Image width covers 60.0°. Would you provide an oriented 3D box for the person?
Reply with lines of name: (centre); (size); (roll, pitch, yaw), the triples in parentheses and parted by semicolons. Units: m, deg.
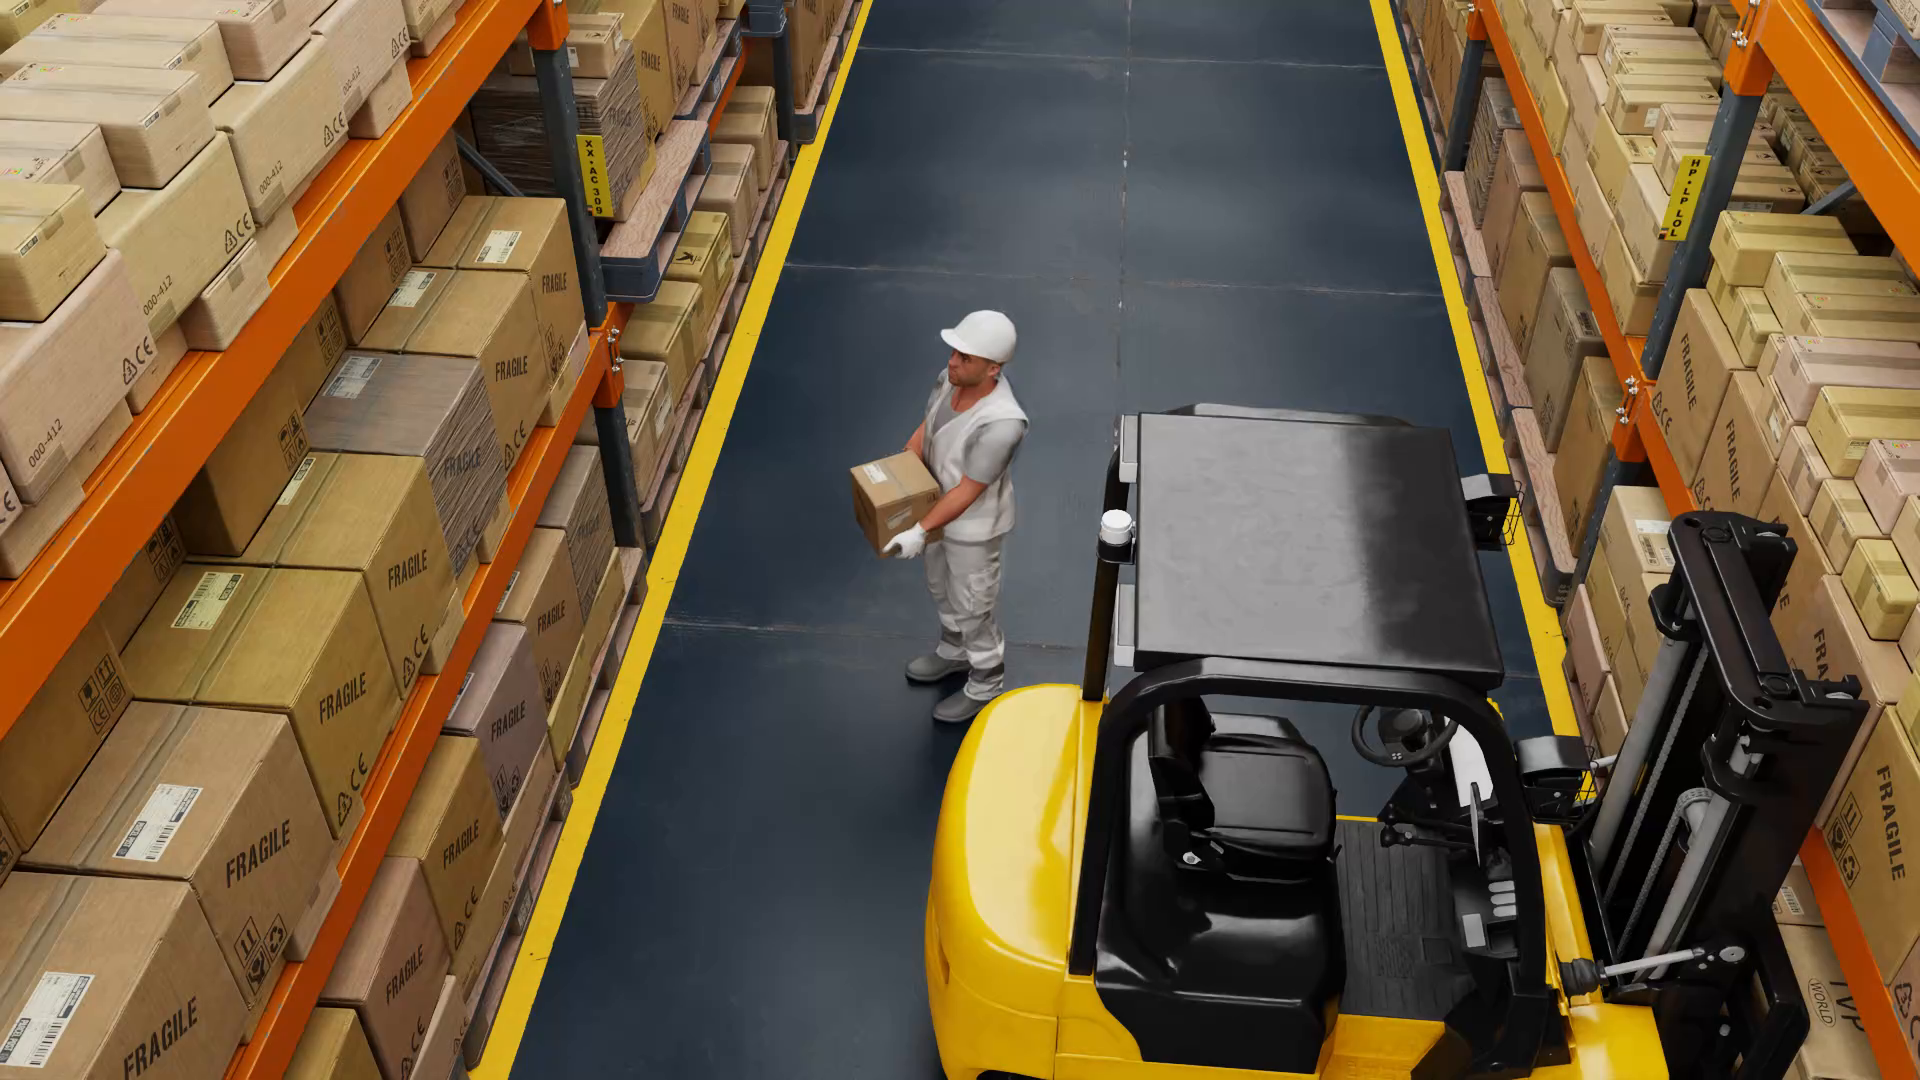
person: (-0.071, -0.052, 6.200); (0.558, 1.788, 0.502); (-14, 42, -17)
